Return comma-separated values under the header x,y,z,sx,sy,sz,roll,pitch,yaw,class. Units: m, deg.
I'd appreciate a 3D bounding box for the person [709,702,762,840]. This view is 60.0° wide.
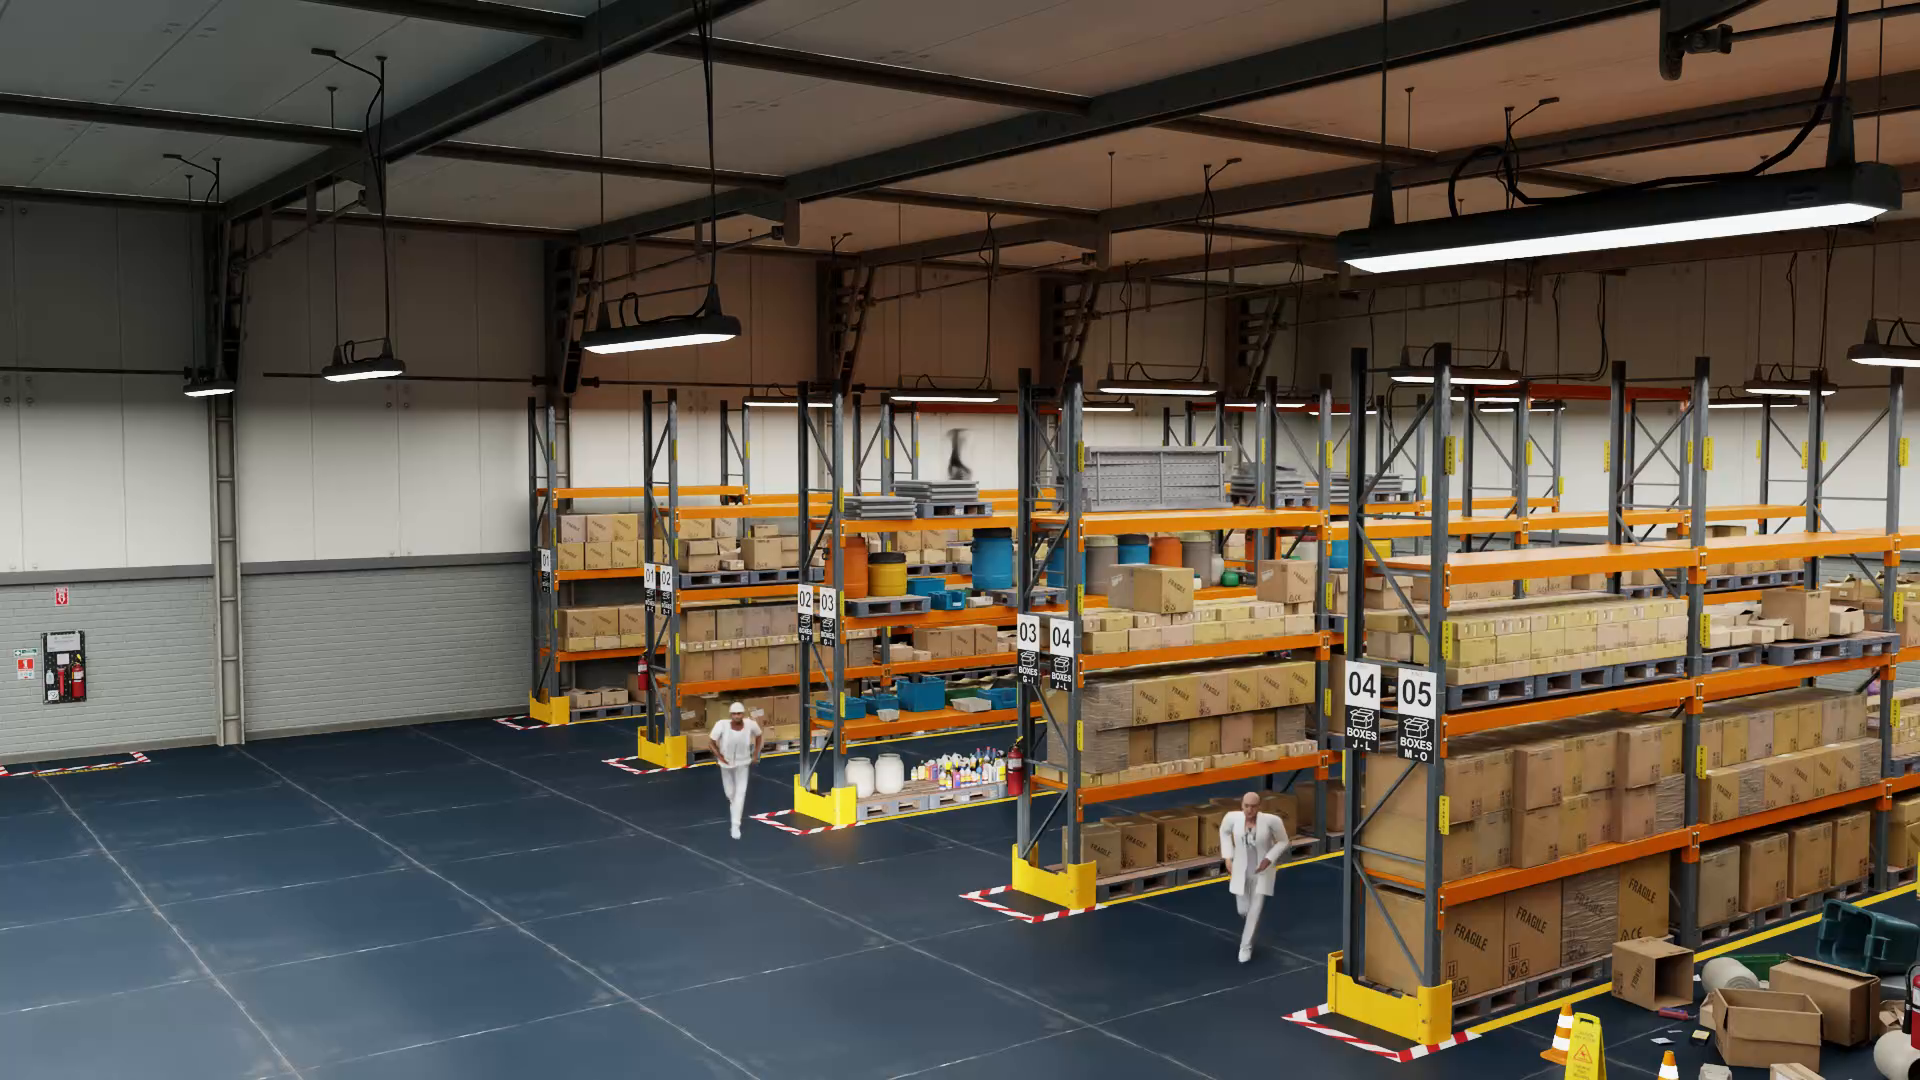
x,y,z,sx,sy,sz,roll,pitch,yaw,class
-2.987,2.997,22.114,0.700,1.753,1.106,0,3,-7,person

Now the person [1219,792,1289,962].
x,y,z,sx,sy,sz,roll,pitch,yaw,class
2.964,3.341,16.762,0.706,1.717,0.814,1,3,15,person

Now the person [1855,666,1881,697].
x,y,z,sx,sy,sz,roll,pitch,yaw,class
14.875,2.798,27.020,0.555,1.544,0.566,1,4,18,person
